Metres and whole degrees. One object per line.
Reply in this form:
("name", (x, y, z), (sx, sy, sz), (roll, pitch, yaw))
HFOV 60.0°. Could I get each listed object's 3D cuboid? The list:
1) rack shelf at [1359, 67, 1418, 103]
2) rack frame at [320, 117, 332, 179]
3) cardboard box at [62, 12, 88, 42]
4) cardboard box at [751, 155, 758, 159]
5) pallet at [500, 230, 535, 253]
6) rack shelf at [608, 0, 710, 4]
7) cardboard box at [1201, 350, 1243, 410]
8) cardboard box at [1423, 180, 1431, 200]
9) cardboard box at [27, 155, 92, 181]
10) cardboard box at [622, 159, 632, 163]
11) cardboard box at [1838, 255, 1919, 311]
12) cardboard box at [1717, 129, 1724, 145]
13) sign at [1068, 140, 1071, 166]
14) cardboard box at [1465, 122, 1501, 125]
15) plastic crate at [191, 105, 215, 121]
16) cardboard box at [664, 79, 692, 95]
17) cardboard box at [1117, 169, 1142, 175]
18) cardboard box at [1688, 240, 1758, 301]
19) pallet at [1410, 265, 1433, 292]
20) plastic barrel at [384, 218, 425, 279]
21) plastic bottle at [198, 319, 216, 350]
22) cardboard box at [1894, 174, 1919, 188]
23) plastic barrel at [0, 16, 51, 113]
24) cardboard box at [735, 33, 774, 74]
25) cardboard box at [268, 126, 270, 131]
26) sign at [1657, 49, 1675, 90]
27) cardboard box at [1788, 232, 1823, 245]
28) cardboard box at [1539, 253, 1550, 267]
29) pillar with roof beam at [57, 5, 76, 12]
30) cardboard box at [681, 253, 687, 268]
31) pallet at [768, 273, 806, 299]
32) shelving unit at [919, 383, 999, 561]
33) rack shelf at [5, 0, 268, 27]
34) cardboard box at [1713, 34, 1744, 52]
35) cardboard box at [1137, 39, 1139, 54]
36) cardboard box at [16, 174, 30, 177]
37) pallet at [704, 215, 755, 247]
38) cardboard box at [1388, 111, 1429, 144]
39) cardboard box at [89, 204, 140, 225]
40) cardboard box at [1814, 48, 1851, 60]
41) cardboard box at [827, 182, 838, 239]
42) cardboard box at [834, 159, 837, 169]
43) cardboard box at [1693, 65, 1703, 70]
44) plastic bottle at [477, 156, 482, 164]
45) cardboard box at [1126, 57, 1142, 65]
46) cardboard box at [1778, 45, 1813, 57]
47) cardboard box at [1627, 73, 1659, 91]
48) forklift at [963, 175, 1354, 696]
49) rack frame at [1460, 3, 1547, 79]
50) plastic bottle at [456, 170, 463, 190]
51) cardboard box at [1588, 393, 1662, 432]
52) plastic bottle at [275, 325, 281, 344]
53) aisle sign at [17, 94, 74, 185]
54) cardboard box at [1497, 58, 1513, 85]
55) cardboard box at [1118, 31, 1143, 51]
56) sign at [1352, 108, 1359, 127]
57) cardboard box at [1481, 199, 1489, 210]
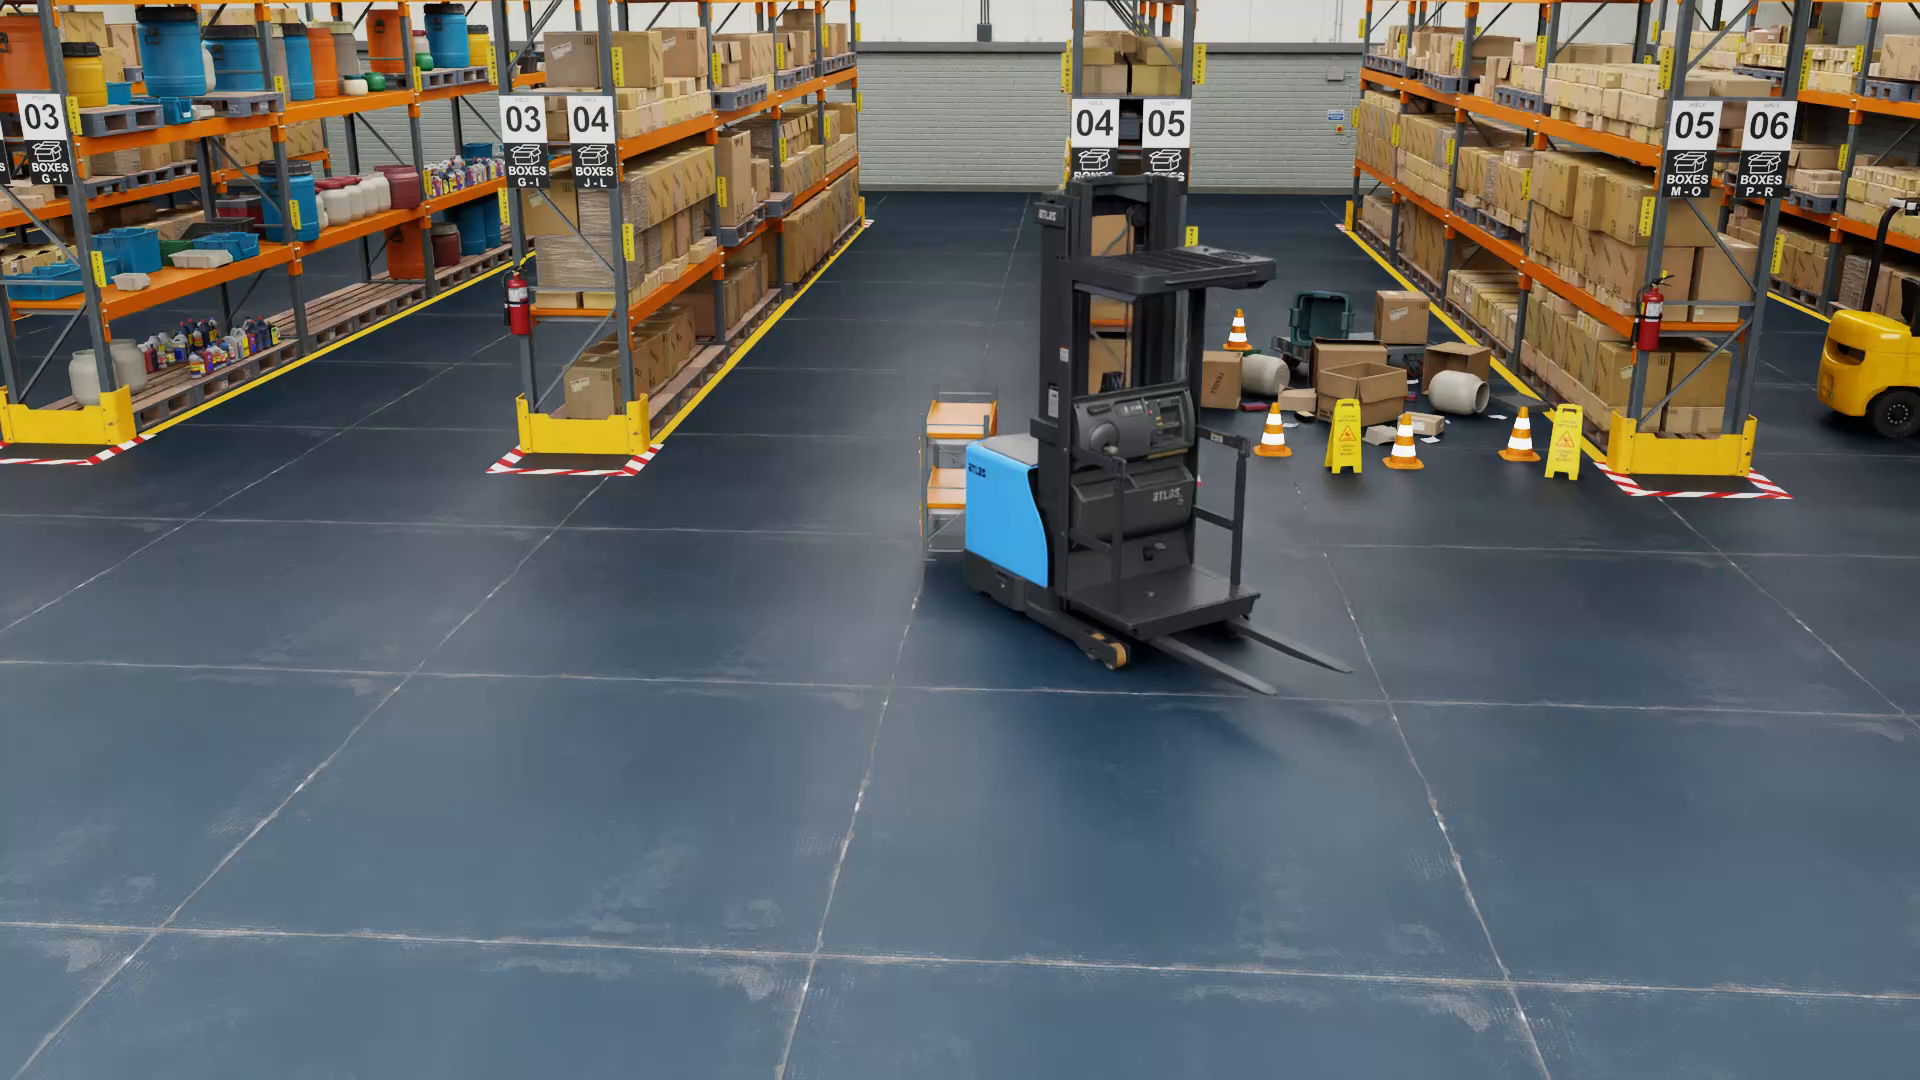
("rack shelf", (7.392, -7.461, 27.214), (1.077, 0.370, 4.000), (1, 18, 4))
("rack frame", (-12.230, -7.442, 30.818), (1.000, 3.000, 0.127), (1, 18, 4))
("cardboard box", (-12.729, -7.199, 23.494), (0.500, 0.500, 0.500), (1, 18, 4))
("cardboard box", (-2.922, -4.814, 21.961), (0.500, 0.500, 0.500), (-1, 18, -3))
("pallet", (-7.562, -4.992, 27.820), (1.003, 0.211, 1.213), (1, 18, 4))
("rack shelf", (-3.353, -5.379, 16.048), (1.077, 0.370, 4.000), (1, 18, 4))
("cardboard box", (2.643, -1.659, 17.179), (0.500, 0.500, 0.500), (4, 19, 13))
("cardboard box", (6.812, -4.921, 23.364), (0.500, 0.250, 0.500), (1, 18, 3))
("cardboard box", (-12.871, -5.403, 23.759), (0.700, 0.500, 0.500), (-5, 19, -15))
("cardboard box", (-3.591, -3.557, 16.716), (0.500, 0.500, 0.500), (1, 18, 4))
("cardboard box", (11.855, -3.282, 21.261), (0.875, 0.625, 0.625), (2, 18, 6))
("cardboard box", (6.666, -3.515, 14.418), (0.380, 0.149, 0.250), (1, 18, 2))
("sign", (1.475, -5.115, 21.983), (0.100, 0.325, 0.005), (1, 18, 4))
("cardboard box", (7.359, -5.656, 23.600), (0.500, 0.500, 0.500), (2, 18, 5))
("plastic crate", (-7.861, -4.396, 17.128), (0.243, 0.136, 0.396), (1, 18, 4))
("cardboard box", (-2.981, -4.682, 17.178), (0.380, 0.149, 0.250), (1, 18, 2))
("cardboard box", (1.540, -3.319, 16.258), (0.875, 0.550, 0.500), (1, 18, 4))
("cardboard box", (6.699, -2.359, 14.667), (0.500, 0.500, 0.500), (1, 18, 3))
("pallet", (7.184, -3.810, 24.211), (1.003, 0.211, 1.213), (1, 18, 4))
("plastic barrel", (-7.845, -4.166, 23.632), (0.600, 0.830, 0.708), (1, 18, 4))
("plastic bottle", (-8.478, -2.309, 18.700), (0.144, 0.351, 0.185), (1, 18, 4))
("cardboard box", (11.591, -4.344, 20.161), (0.380, 0.149, 0.250), (1, 18, 5))
("plastic barrel", (-8.528, -4.344, 15.182), (0.600, 0.830, 0.708), (1, 18, 4))
("cardboard box", (-2.707, -6.292, 21.527), (0.500, 0.500, 0.500), (2, 18, 5))
("cardboard box", (-12.092, -7.343, 28.749), (0.500, 0.500, 0.500), (2, 18, 6))
("sign", (5.836, -3.894, 13.751), (0.100, 0.325, 0.005), (1, 18, 4))
("cardboard box", (11.829, -4.208, 23.246), (0.380, 0.149, 0.250), (1, 18, 3))
("cardboard box", (6.366, -2.982, 17.610), (0.380, 0.149, 0.250), (2, 18, 6))
("pillar with roof beam", (-13.546, -11.164, 32.543), (9.100, 9.000, 0.400), (1, 18, 4))
("cardboard box", (-3.071, -2.913, 17.400), (0.380, 0.149, 0.250), (1, 18, 4))
("pallet", (-2.791, -3.653, 23.733), (1.003, 0.211, 1.213), (1, 18, 4))
("shelving unit", (0.000, -0.537, 12.754), (0.538, 1.125, 1.048), (1, 18, 4))
("rack shelf", (-8.293, -5.301, 16.448), (1.077, 0.370, 4.000), (1, 18, 4))
("cardboard box", (12.023, -7.700, 25.747), (0.500, 0.250, 0.500), (1, 18, 3))
("cardboard box", (1.967, -4.928, 16.616), (0.380, 0.149, 0.250), (2, 18, 5))
("cardboard box", (-17.312, -6.695, 30.837), (0.380, 0.149, 0.250), (1, 18, 4))
("pallet", (-3.010, -3.636, 19.510), (1.003, 0.211, 1.213), (1, 18, 4))
("cardboard box", (7.007, -6.432, 25.968), (0.500, 0.500, 0.500), (1, 18, 3))
("cardboard box", (-12.901, -4.966, 25.365), (0.500, 0.250, 0.500), (1, 18, 3))
("cardboard box", (11.720, -6.527, 22.332), (0.380, 0.149, 0.250), (1, 18, 3))
("cardboard box", (-2.509, -5.371, 27.234), (0.875, 0.875, 0.875), (1, 18, 4))
("cardboard box", (-2.229, -6.188, 27.393), (0.380, 0.149, 0.250), (1, 18, 2))
("cardboard box", (12.012, -7.550, 26.733), (0.380, 0.149, 0.250), (2, 18, 5))
("plastic bottle", (-7.459, -5.775, 25.810), (0.144, 0.351, 0.185), (1, 18, 4))
("cardboard box", (1.842, -4.465, 15.845), (0.500, 0.250, 0.500), (1, 18, 4))
("cardboard box", (11.717, -6.856, 23.304), (0.380, 0.149, 0.250), (1, 18, 4))
("cardboard box", (6.269, -4.138, 15.041), (0.380, 0.149, 0.250), (1, 18, 4))
("forklift", (1.240, -0.748, 10.498), (1.130, 2.935, 3.031), (-11, 21, -31))
("rack frame", (6.962, -7.365, 20.948), (1.000, 3.000, 0.127), (1, 18, 4))
("plastic bottle", (-7.391, -5.306, 24.505), (0.097, 0.271, 0.097), (0, 18, 0))
("cardboard box", (6.180, -1.187, 15.469), (0.500, 0.250, 0.500), (1, 18, 4))
("plastic bottle", (-7.865, -2.363, 19.105), (0.097, 0.201, 0.097), (0, 18, 0))
("aisle sign", (-8.149, -3.568, 14.819), (0.394, 0.787, 0.004), (1, 18, 4))
("cardboard box", (6.881, -5.514, 19.951), (0.797, 0.503, 0.637), (1, 18, 4))
("cardboard box", (2.337, -6.790, 22.619), (0.396, 0.266, 0.258), (1, 18, 4))
("sign", (6.982, -7.462, 29.361), (0.100, 0.325, 0.005), (1, 18, 4))
("cardboard box", (6.654, -4.165, 20.545), (0.380, 0.149, 0.250), (2, 18, 7))
